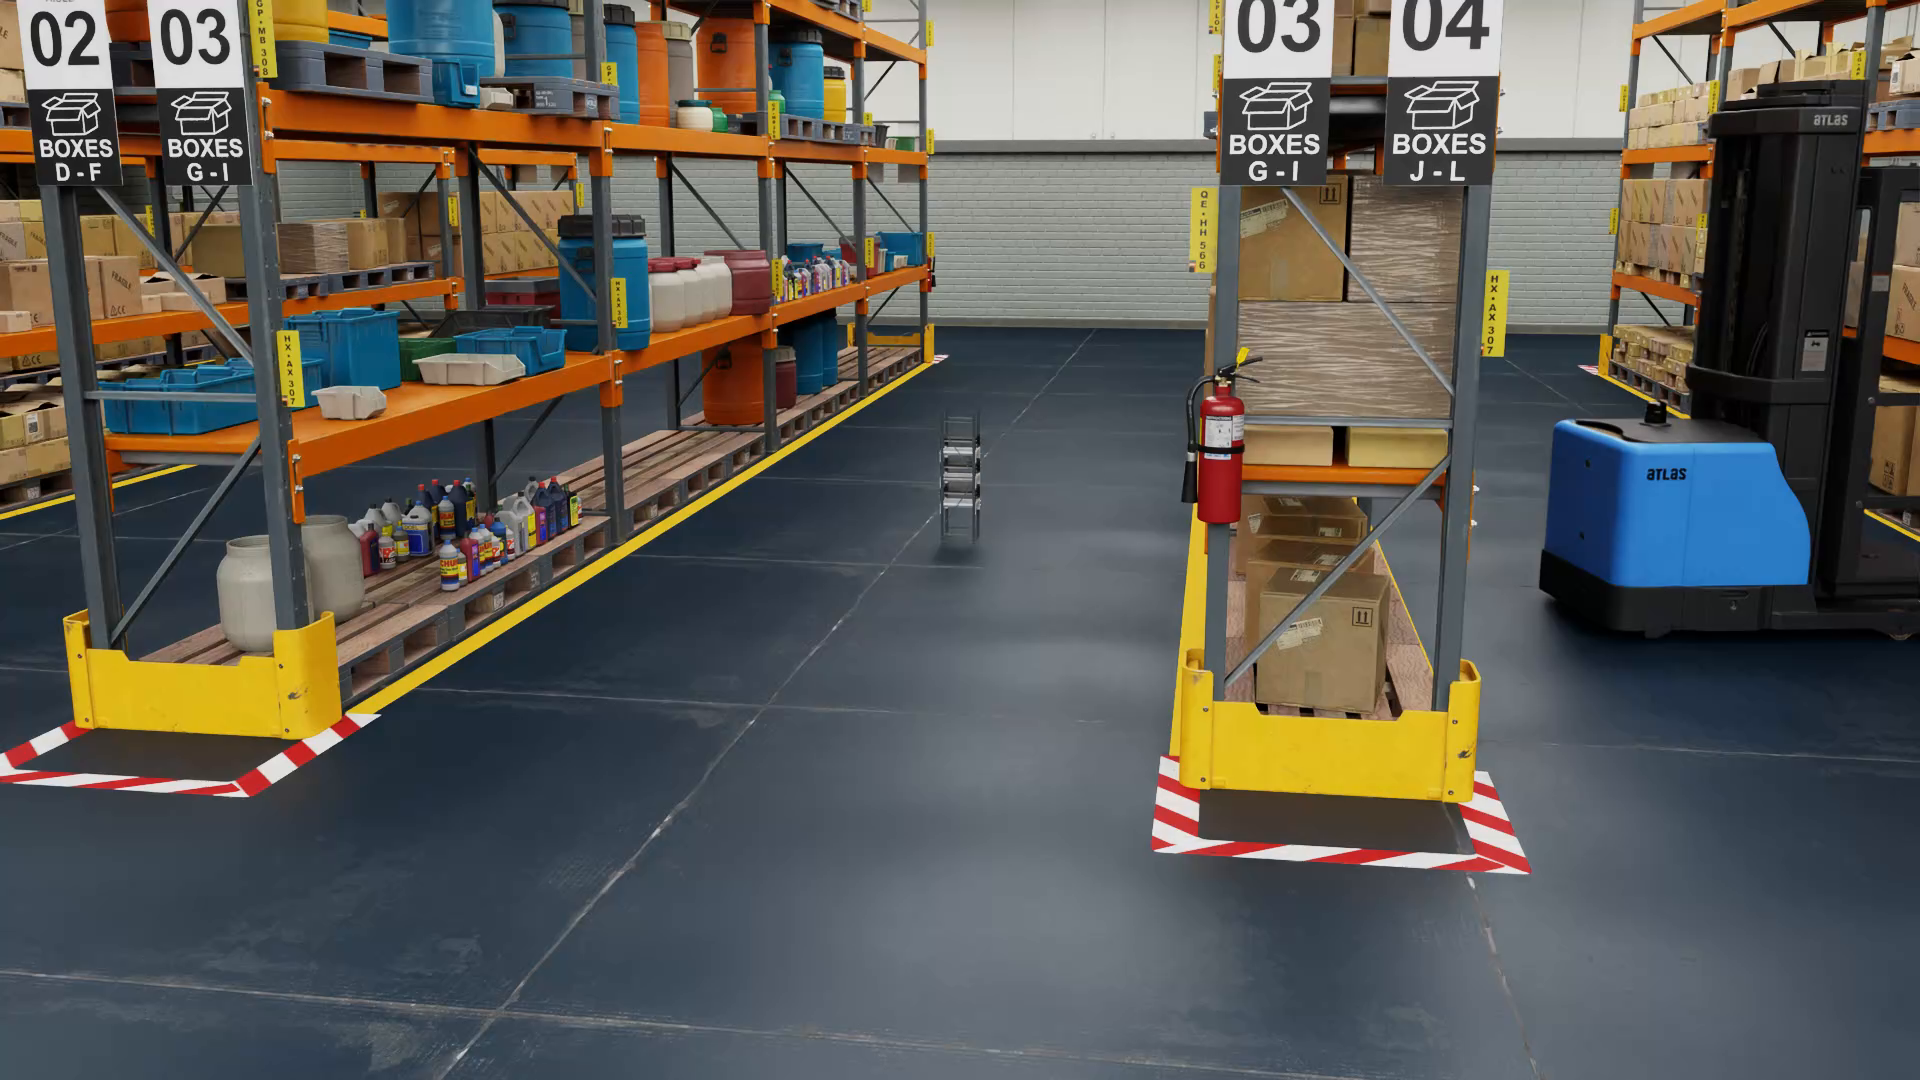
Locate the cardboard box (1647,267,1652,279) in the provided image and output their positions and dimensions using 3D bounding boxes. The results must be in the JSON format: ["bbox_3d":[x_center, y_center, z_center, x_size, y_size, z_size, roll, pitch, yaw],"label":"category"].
[{"bbox_3d":[8.331,-3.152,19.593,0.380,0.149,0.250,2,12,8],"label":"cardboard box"}]

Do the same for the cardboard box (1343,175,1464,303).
[{"bbox_3d":[1.841,-1.244,6.829,0.500,0.500,0.500,2,12,9],"label":"cardboard box"}]

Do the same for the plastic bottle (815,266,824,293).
[{"bbox_3d":[-1.493,-2.703,17.212,0.152,0.276,0.135,2,12,9],"label":"plastic bottle"}]

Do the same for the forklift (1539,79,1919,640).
[{"bbox_3d":[4.958,-1.004,9.197,3.031,2.935,1.130,-1,12,-4],"label":"forklift"}]

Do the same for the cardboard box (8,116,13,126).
[{"bbox_3d":[-11.477,-5.232,20.653,0.500,0.250,0.500,2,12,9],"label":"cardboard box"}]

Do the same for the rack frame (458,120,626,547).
[{"bbox_3d":[-2.792,-1.448,11.094,1.000,3.000,0.127,2,12,9],"label":"rack frame"}]

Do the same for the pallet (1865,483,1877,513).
[{"bbox_3d":[7.407,-0.414,12.914,1.003,0.211,1.213,2,12,9],"label":"pallet"}]

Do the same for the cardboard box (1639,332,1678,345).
[{"bbox_3d":[8.320,-2.387,19.809,0.380,0.149,0.250,2,12,11],"label":"cardboard box"}]

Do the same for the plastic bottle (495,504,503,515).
[{"bbox_3d":[-2.790,-0.083,10.162,0.061,0.283,0.133,2,12,9],"label":"plastic bottle"}]

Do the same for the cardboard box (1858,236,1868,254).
[{"bbox_3d":[7.988,-2.564,14.459,0.380,0.149,0.250,1,12,6],"label":"cardboard box"}]

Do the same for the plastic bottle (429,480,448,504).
[{"bbox_3d":[-3.326,-0.214,10.610,0.144,0.351,0.185,2,12,10],"label":"plastic bottle"}]

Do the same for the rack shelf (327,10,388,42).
[{"bbox_3d":[-6.763,-5.244,17.124,1.077,0.370,4.000,2,12,9],"label":"rack shelf"}]

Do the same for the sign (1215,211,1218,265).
[{"bbox_3d":[1.553,-1.871,10.308,0.100,0.325,0.005,2,12,9],"label":"sign"}]

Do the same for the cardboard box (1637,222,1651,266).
[{"bbox_3d":[8.346,-3.500,19.671,0.500,0.500,0.500,2,12,9],"label":"cardboard box"}]

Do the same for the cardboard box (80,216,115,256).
[{"bbox_3d":[-11.251,-3.694,20.801,0.980,0.700,0.700,2,12,10],"label":"cardboard box"}]

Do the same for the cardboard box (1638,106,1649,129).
[{"bbox_3d":[8.430,-5.050,19.855,0.500,0.250,0.500,2,12,8],"label":"cardboard box"}]

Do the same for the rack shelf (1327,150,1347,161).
[{"bbox_3d":[3.025,-3.652,15.905,1.077,0.370,4.000,2,12,9],"label":"rack shelf"}]

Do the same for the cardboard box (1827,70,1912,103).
[{"bbox_3d":[7.440,-3.581,13.633,0.500,0.500,0.500,2,12,9],"label":"cardboard box"}]

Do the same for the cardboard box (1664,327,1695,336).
[{"bbox_3d":[8.907,-2.538,20.507,0.380,0.149,0.250,2,12,10],"label":"cardboard box"}]

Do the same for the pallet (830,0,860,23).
[{"bbox_3d":[-1.658,-5.585,17.448,1.003,0.211,1.213,2,12,9],"label":"pallet"}]

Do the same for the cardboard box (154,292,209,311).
[{"bbox_3d":[-6.936,-2.123,14.823,0.380,0.149,0.250,2,12,9],"label":"cardboard box"}]

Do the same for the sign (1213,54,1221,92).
[{"bbox_3d":[2.170,-3.898,13.926,0.100,0.325,0.005,2,12,9],"label":"sign"}]

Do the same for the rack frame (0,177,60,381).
[{"bbox_3d":[-11.350,-3.435,20.311,1.000,3.000,0.127,2,12,9],"label":"rack frame"}]

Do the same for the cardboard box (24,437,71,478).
[{"bbox_3d":[-7.299,-0.653,12.934,0.500,0.250,0.500,2,12,10],"label":"cardboard box"}]

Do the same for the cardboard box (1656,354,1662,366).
[{"bbox_3d":[8.222,-2.075,19.068,0.380,0.149,0.250,1,12,6],"label":"cardboard box"}]

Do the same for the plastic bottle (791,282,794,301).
[{"bbox_3d":[-1.654,-2.411,16.032,0.097,0.201,0.097,0,12,0],"label":"plastic bottle"}]

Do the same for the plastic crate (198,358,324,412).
[{"bbox_3d":[-3.520,-0.792,8.401,0.499,0.251,0.408,2,12,9],"label":"plastic crate"}]

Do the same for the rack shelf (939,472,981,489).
[{"bbox_3d":[0.001,-0.409,11.413,0.258,0.077,0.200,2,12,9],"label":"rack shelf"}]

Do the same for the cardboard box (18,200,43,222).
[{"bbox_3d":[-11.170,-3.900,19.699,0.500,0.250,0.500,2,12,10],"label":"cardboard box"}]

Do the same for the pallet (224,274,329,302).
[{"bbox_3d":[-7.035,-2.492,16.392,1.213,0.211,1.003,2,12,9],"label":"pallet"}]

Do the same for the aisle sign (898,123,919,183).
[{"bbox_3d":[-0.646,-5.223,22.437,0.394,0.787,0.004,2,12,9],"label":"aisle sign"}]

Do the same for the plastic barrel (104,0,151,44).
[{"bbox_3d":[-3.458,-2.603,7.314,0.600,0.830,0.708,2,12,9],"label":"plastic barrel"}]

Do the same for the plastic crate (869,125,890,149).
[{"bbox_3d":[-1.099,-4.766,19.678,0.497,0.269,0.590,2,12,9],"label":"plastic crate"}]

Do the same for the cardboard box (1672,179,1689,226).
[{"bbox_3d":[8.097,-3.669,18.082,0.500,0.500,0.500,1,12,7],"label":"cardboard box"}]

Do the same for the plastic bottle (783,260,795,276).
[{"bbox_3d":[-1.720,-2.635,16.719,0.144,0.351,0.185,2,12,9],"label":"plastic bottle"}]

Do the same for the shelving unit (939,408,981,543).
[{"bbox_3d":[0.001,-0.442,11.406,0.258,0.900,0.210,2,12,9],"label":"shelving unit"}]

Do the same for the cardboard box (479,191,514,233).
[{"bbox_3d":[-5.946,-4.116,20.862,0.500,0.500,0.500,2,12,7],"label":"cardboard box"}]

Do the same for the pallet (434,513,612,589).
[{"bbox_3d":[-2.936,0.053,10.746,1.003,0.211,1.213,2,12,9],"label":"pallet"}]

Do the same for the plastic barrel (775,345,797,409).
[{"bbox_3d":[-1.944,-1.645,16.734,0.600,0.588,0.708,2,12,9],"label":"plastic barrel"}]

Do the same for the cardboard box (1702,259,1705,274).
[{"bbox_3d":[7.666,-2.729,16.636,0.380,0.149,0.250,2,12,10],"label":"cardboard box"}]

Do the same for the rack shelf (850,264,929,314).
[{"bbox_3d":[-1.254,-3.178,20.829,1.077,0.370,4.000,2,12,9],"label":"rack shelf"}]

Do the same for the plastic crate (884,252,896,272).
[{"bbox_3d":[-1.009,-3.458,20.675,0.416,0.233,0.300,2,12,9],"label":"plastic crate"}]

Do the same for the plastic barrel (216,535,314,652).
[{"bbox_3d":[-3.381,0.256,8.096,0.421,0.512,0.421,0,12,0],"label":"plastic barrel"}]

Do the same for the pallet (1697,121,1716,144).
[{"bbox_3d":[8.018,-4.021,16.357,1.213,0.211,1.003,2,12,9],"label":"pallet"}]

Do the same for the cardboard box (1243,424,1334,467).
[{"bbox_3d":[1.327,-0.399,6.819,0.380,0.149,0.250,2,12,9],"label":"cardboard box"}]

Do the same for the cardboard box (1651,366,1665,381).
[{"bbox_3d":[8.101,-1.891,18.920,0.380,0.149,0.250,2,12,9],"label":"cardboard box"}]

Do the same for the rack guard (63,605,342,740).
[{"bbox_3d":[-3.442,0.589,7.575,1.175,0.500,0.348,2,12,9],"label":"rack guard"}]

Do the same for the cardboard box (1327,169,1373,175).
[{"bbox_3d":[2.363,-1.947,10.989,1.000,1.000,1.000,2,12,9],"label":"cardboard box"}]

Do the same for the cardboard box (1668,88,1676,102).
[{"bbox_3d":[8.188,-5.001,18.683,0.380,0.149,0.250,2,12,8],"label":"cardboard box"}]

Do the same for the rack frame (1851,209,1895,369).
[{"bbox_3d":[7.603,-1.939,13.370,1.000,3.000,0.127,2,12,9],"label":"rack frame"}]

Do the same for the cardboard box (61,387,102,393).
[{"bbox_3d":[-7.141,-1.143,13.876,0.500,0.311,0.500,2,12,10],"label":"cardboard box"}]

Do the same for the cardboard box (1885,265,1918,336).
[{"bbox_3d":[7.192,-1.797,12.475,0.500,0.500,0.500,2,12,8],"label":"cardboard box"}]

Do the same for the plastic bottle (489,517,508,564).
[{"bbox_3d":[-2.721,0.001,9.800,0.097,0.271,0.097,0,12,0],"label":"plastic bottle"}]

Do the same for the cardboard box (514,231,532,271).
[{"bbox_3d":[-5.876,-3.738,21.480,0.500,0.500,0.500,2,12,8],"label":"cardboard box"}]

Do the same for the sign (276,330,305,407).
[{"bbox_3d":[-2.864,-0.732,7.115,0.100,0.325,0.005,2,12,9],"label":"sign"}]

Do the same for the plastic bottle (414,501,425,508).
[{"bbox_3d":[-3.340,-0.104,10.288,0.097,0.271,0.097,0,12,0],"label":"plastic bottle"}]
